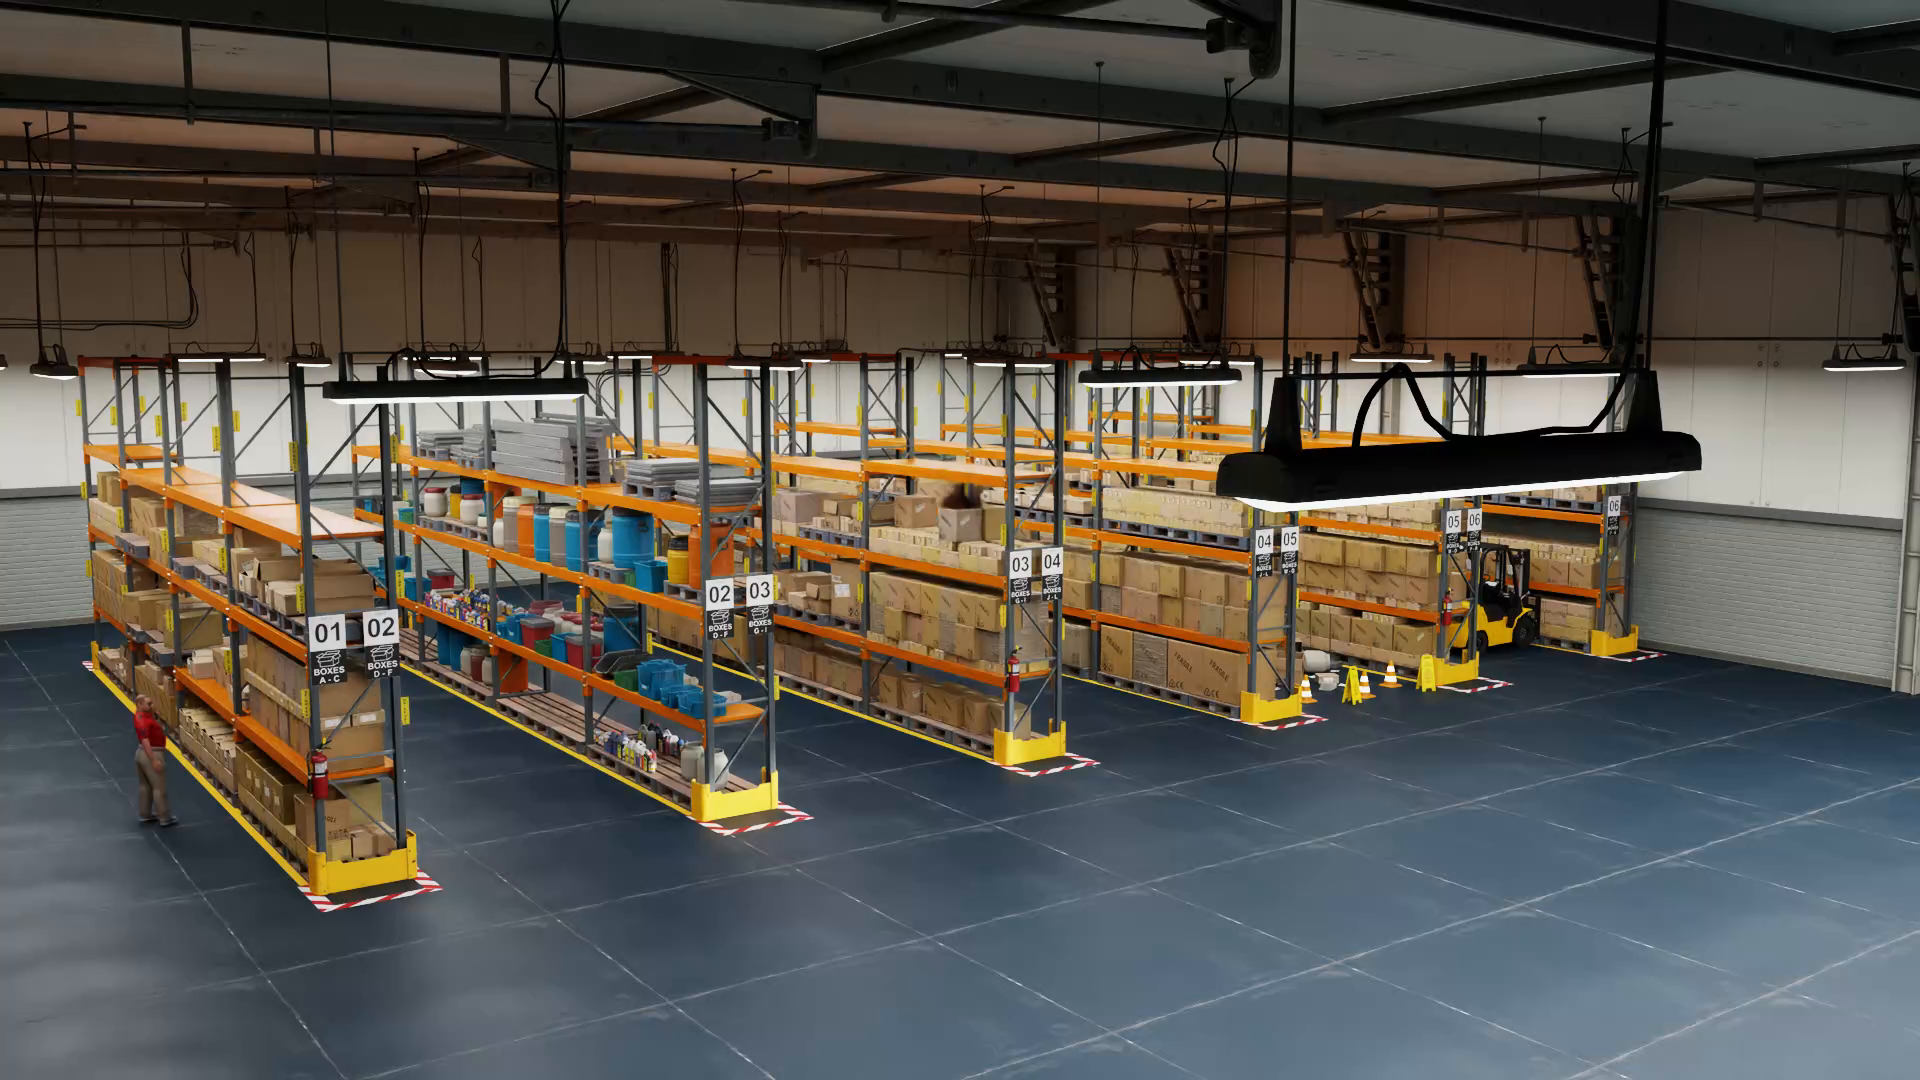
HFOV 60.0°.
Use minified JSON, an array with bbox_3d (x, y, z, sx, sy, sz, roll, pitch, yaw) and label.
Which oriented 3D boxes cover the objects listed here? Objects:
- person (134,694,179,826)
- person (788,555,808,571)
[{"bbox_3d":[-10.495,2.852,21.679,0.447,1.717,0.624,-7,10,-43],"label":"person"},{"bbox_3d":[-4.101,0.438,41.992,0.535,1.679,0.379,3,8,24],"label":"person"}]
